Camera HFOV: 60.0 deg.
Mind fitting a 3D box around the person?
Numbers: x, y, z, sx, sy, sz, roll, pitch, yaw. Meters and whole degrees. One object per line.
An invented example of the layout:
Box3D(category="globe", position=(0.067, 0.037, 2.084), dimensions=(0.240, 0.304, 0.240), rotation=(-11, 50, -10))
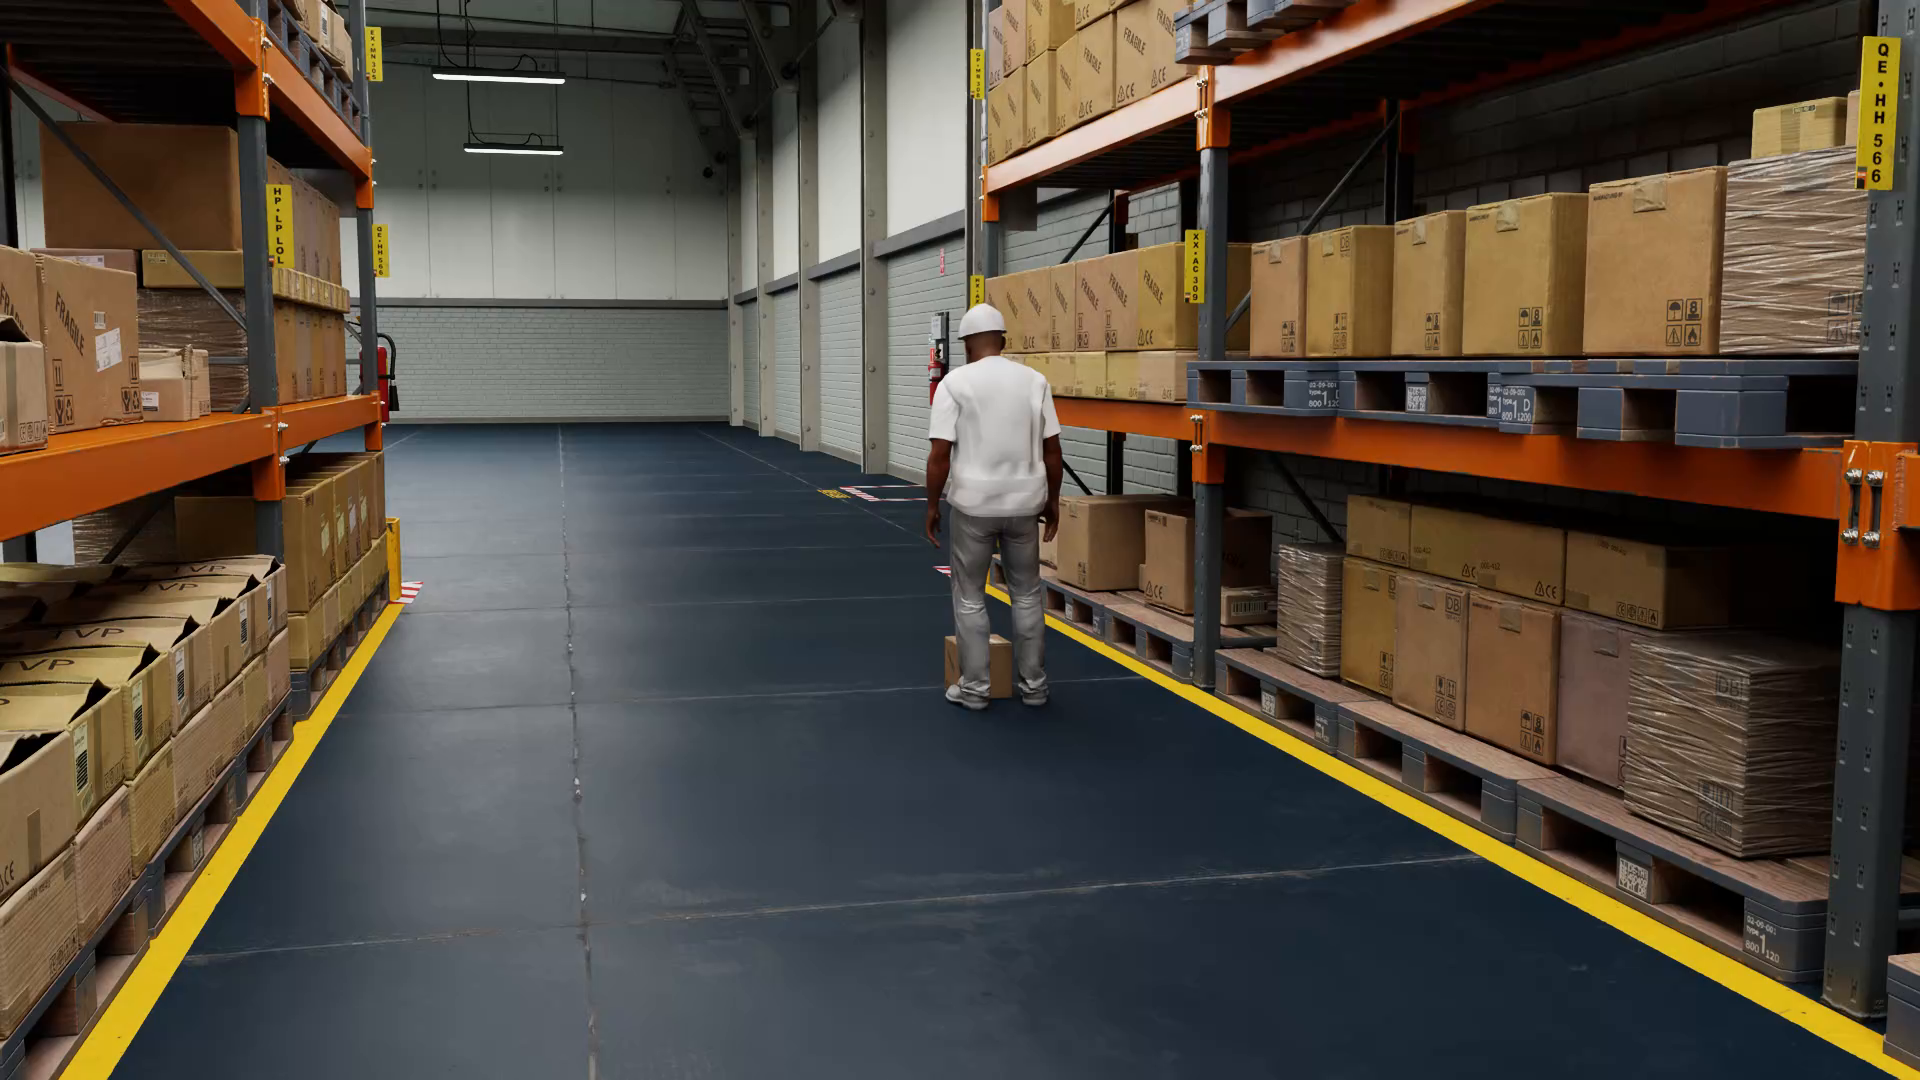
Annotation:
Box3D(category="person", position=(0.143, -0.149, 7.273), dimensions=(0.629, 1.759, 0.461), rotation=(-2, 6, -17))
